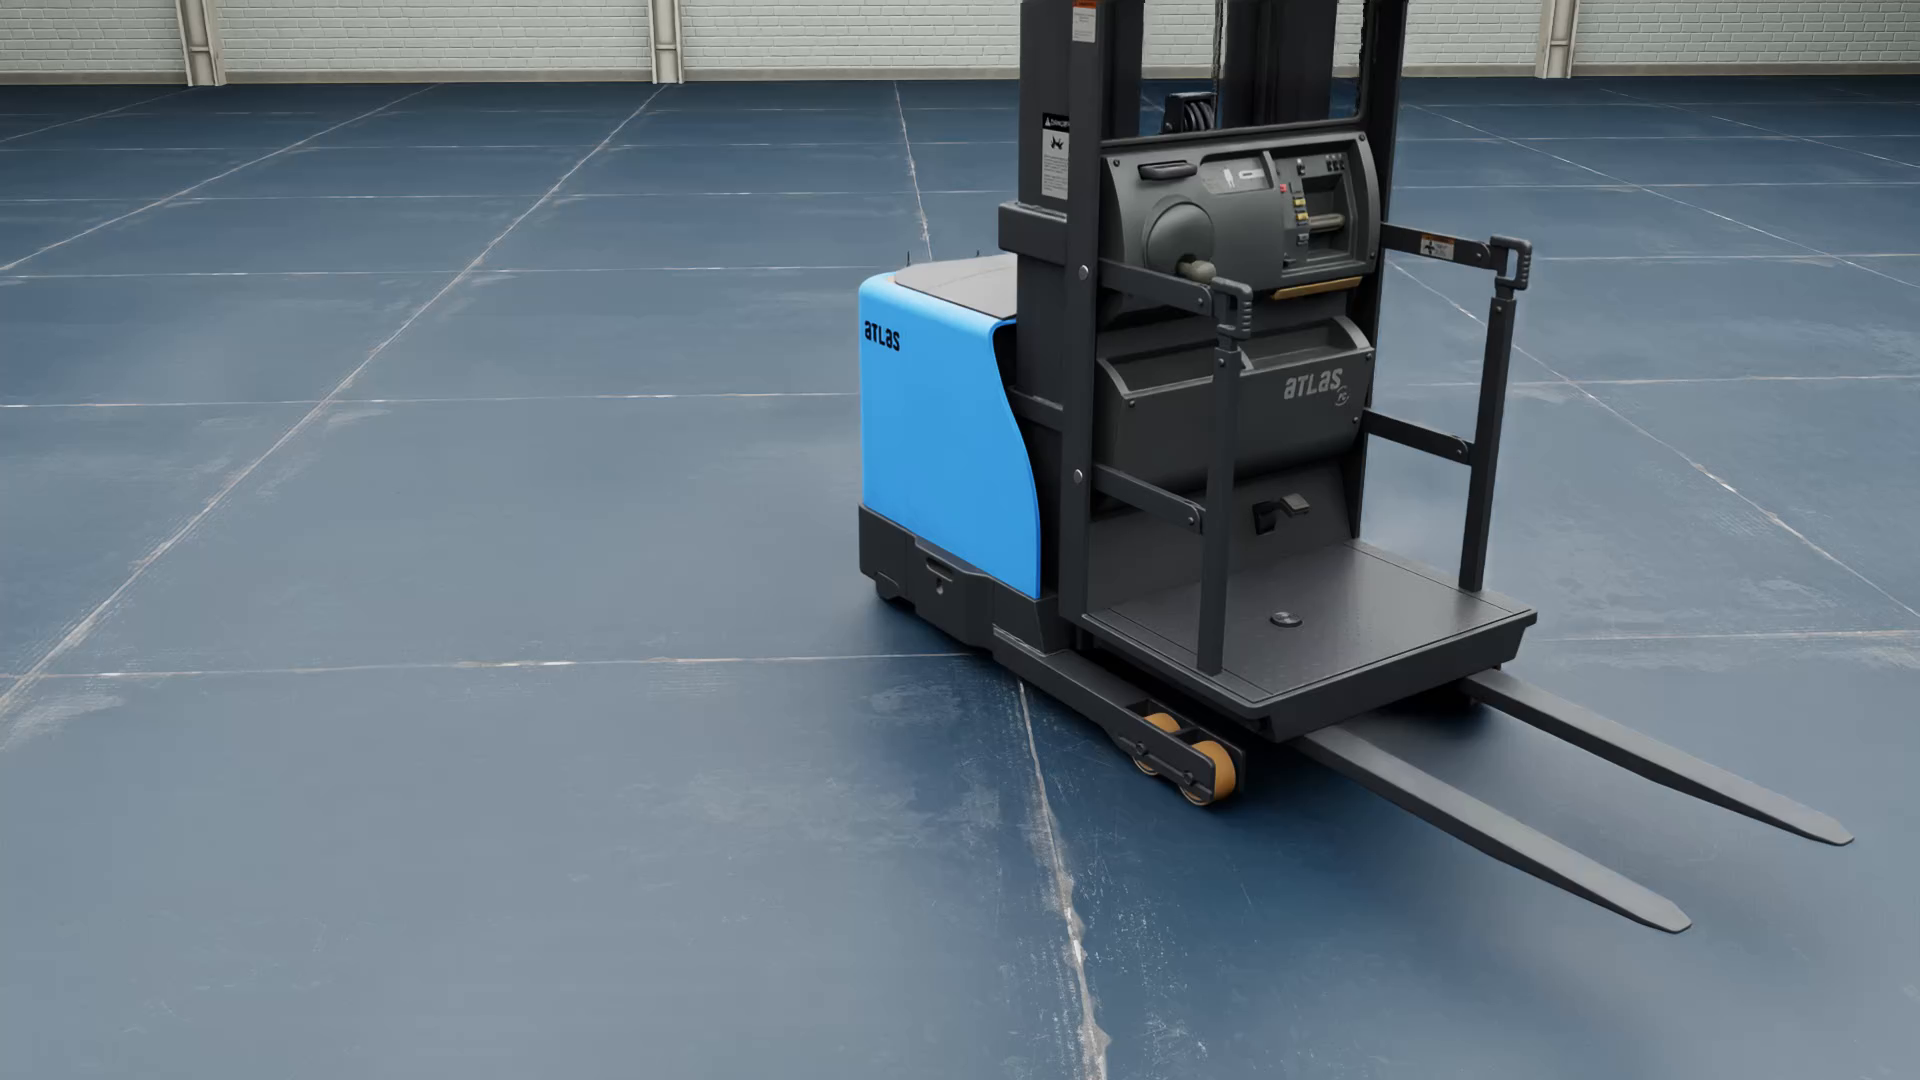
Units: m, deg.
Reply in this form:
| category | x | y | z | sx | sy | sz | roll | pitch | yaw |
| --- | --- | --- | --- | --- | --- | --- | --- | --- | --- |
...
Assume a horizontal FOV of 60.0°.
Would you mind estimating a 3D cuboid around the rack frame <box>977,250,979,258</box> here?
| category | x | y | z | sx | sy | sz | roll | pitch | yaw |
| --- | --- | --- | --- | --- | --- | --- | --- | --- | --- |
| rack frame | 0.068 | -0.492 | 5.939 | 0.008 | 1.050 | 0.200 | -1 | 21 | -3 |

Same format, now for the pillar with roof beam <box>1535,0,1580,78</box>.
| category | x | y | z | sx | sy | sz | roll | pitch | yaw |
| --- | --- | --- | --- | --- | --- | --- | --- | --- | --- |
| pillar with roof beam | 8.353 | -9.013 | 17.148 | 0.400 | 9.000 | 9.100 | -1 | 21 | -3 |

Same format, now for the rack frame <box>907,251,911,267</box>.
| category | x | y | z | sx | sy | sz | roll | pitch | yaw |
| --- | --- | --- | --- | --- | --- | --- | --- | --- | --- |
| rack frame | -0.176 | -0.487 | 5.925 | 0.008 | 1.050 | 0.200 | -1 | 21 | -3 |

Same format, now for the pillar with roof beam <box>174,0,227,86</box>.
| category | x | y | z | sx | sy | sz | roll | pitch | yaw |
| --- | --- | --- | --- | --- | --- | --- | --- | --- | --- |
| pillar with roof beam | -9.618 | -8.648 | 16.187 | 0.400 | 9.000 | 9.100 | -1 | 21 | -3 |

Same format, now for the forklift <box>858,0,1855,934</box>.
| category | x | y | z | sx | sy | sz | roll | pitch | yaw |
| --- | --- | --- | --- | --- | --- | --- | --- | --- | --- |
| forklift | 0.895 | -0.874 | 4.298 | 1.130 | 2.935 | 3.031 | -13 | 25 | -31 |

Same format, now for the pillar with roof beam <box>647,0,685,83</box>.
| category | x | y | z | sx | sy | sz | roll | pitch | yaw |
| --- | --- | --- | --- | --- | --- | --- | --- | --- | --- |
| pillar with roof beam | -3.627 | -8.769 | 16.507 | 0.400 | 9.000 | 9.100 | -1 | 21 | -3 |

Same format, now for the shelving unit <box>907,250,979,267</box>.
| category | x | y | z | sx | sy | sz | roll | pitch | yaw |
| --- | --- | --- | --- | --- | --- | --- | --- | --- | --- |
| shelving unit | -0.054 | -0.490 | 5.932 | 0.252 | 1.050 | 0.215 | -1 | 21 | -3 |
